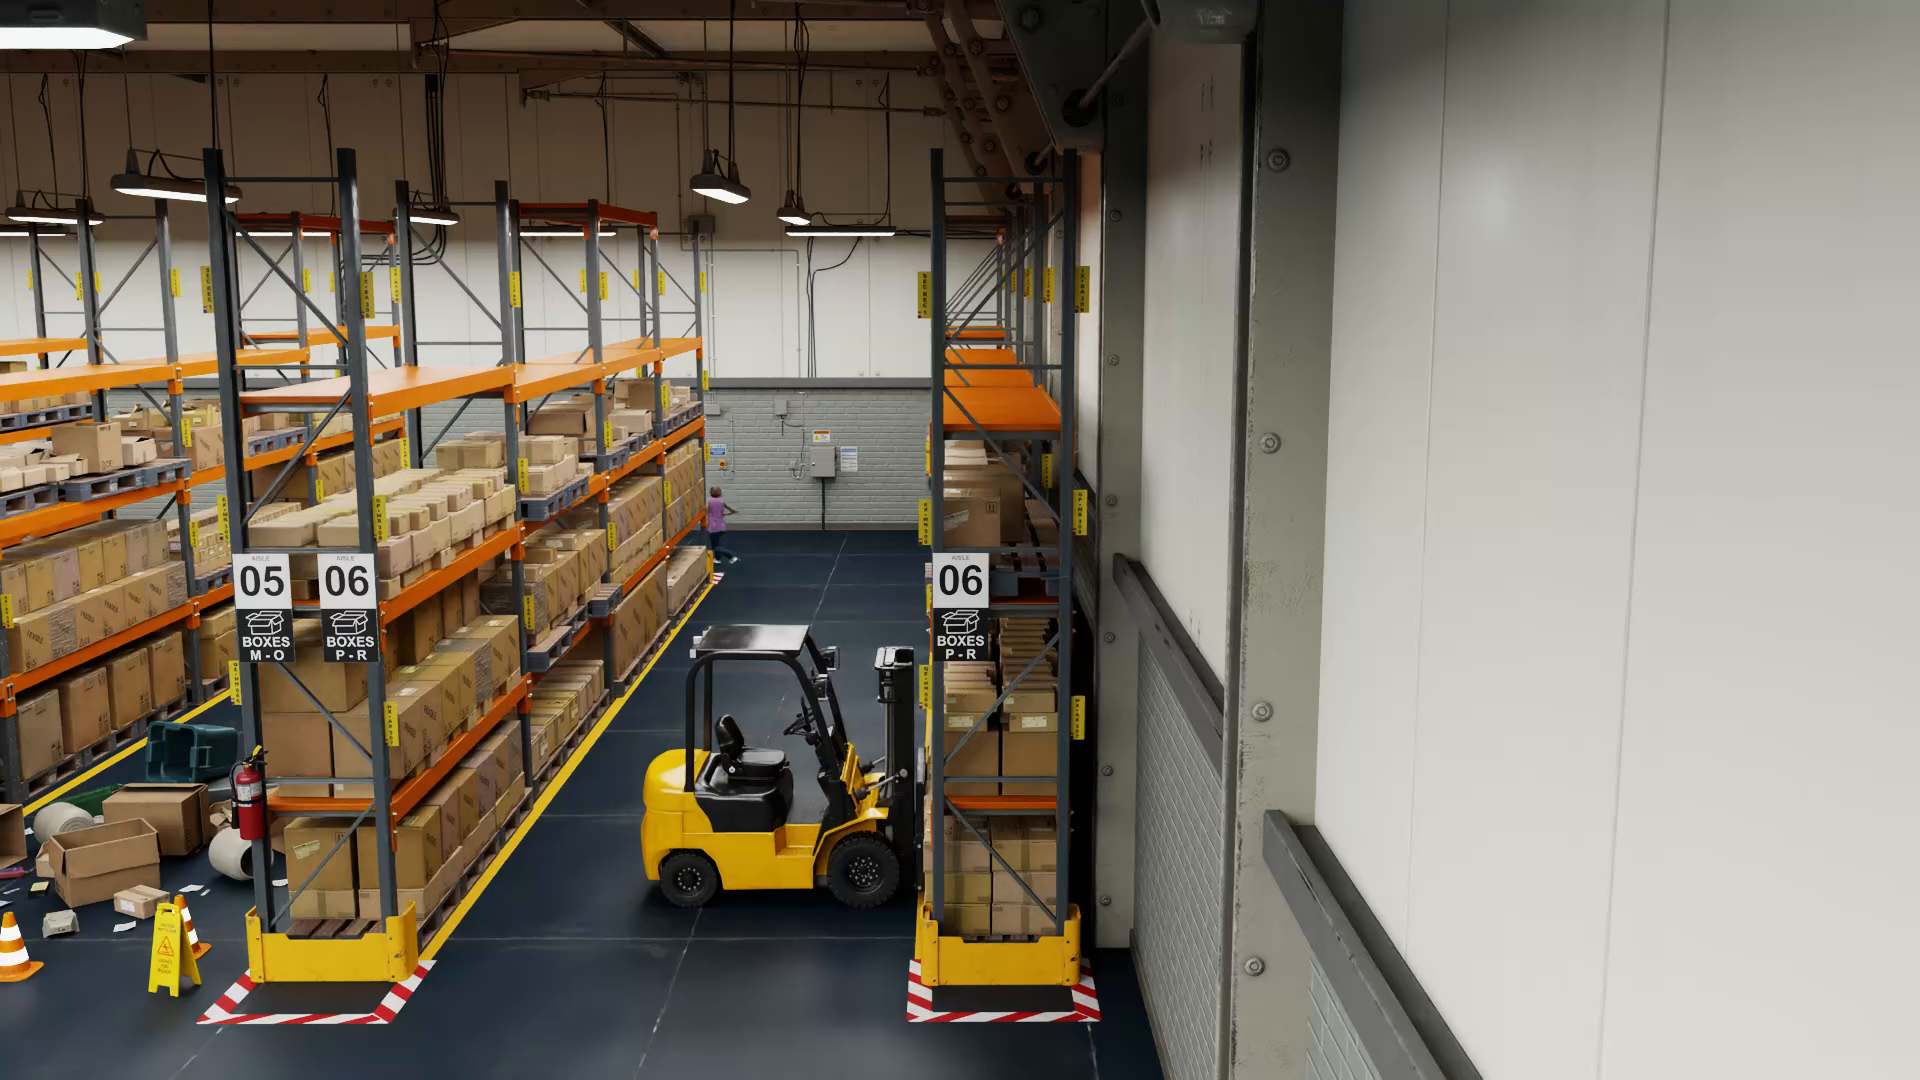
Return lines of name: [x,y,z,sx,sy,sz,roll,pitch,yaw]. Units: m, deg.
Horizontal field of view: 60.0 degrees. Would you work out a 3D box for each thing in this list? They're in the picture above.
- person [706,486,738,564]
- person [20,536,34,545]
person: [-4.293,-0.234,29.355,0.900,1.434,0.602,8,12,40]
person: [-12.757,0.741,22.853,0.576,1.625,0.611,0,9,-3]
